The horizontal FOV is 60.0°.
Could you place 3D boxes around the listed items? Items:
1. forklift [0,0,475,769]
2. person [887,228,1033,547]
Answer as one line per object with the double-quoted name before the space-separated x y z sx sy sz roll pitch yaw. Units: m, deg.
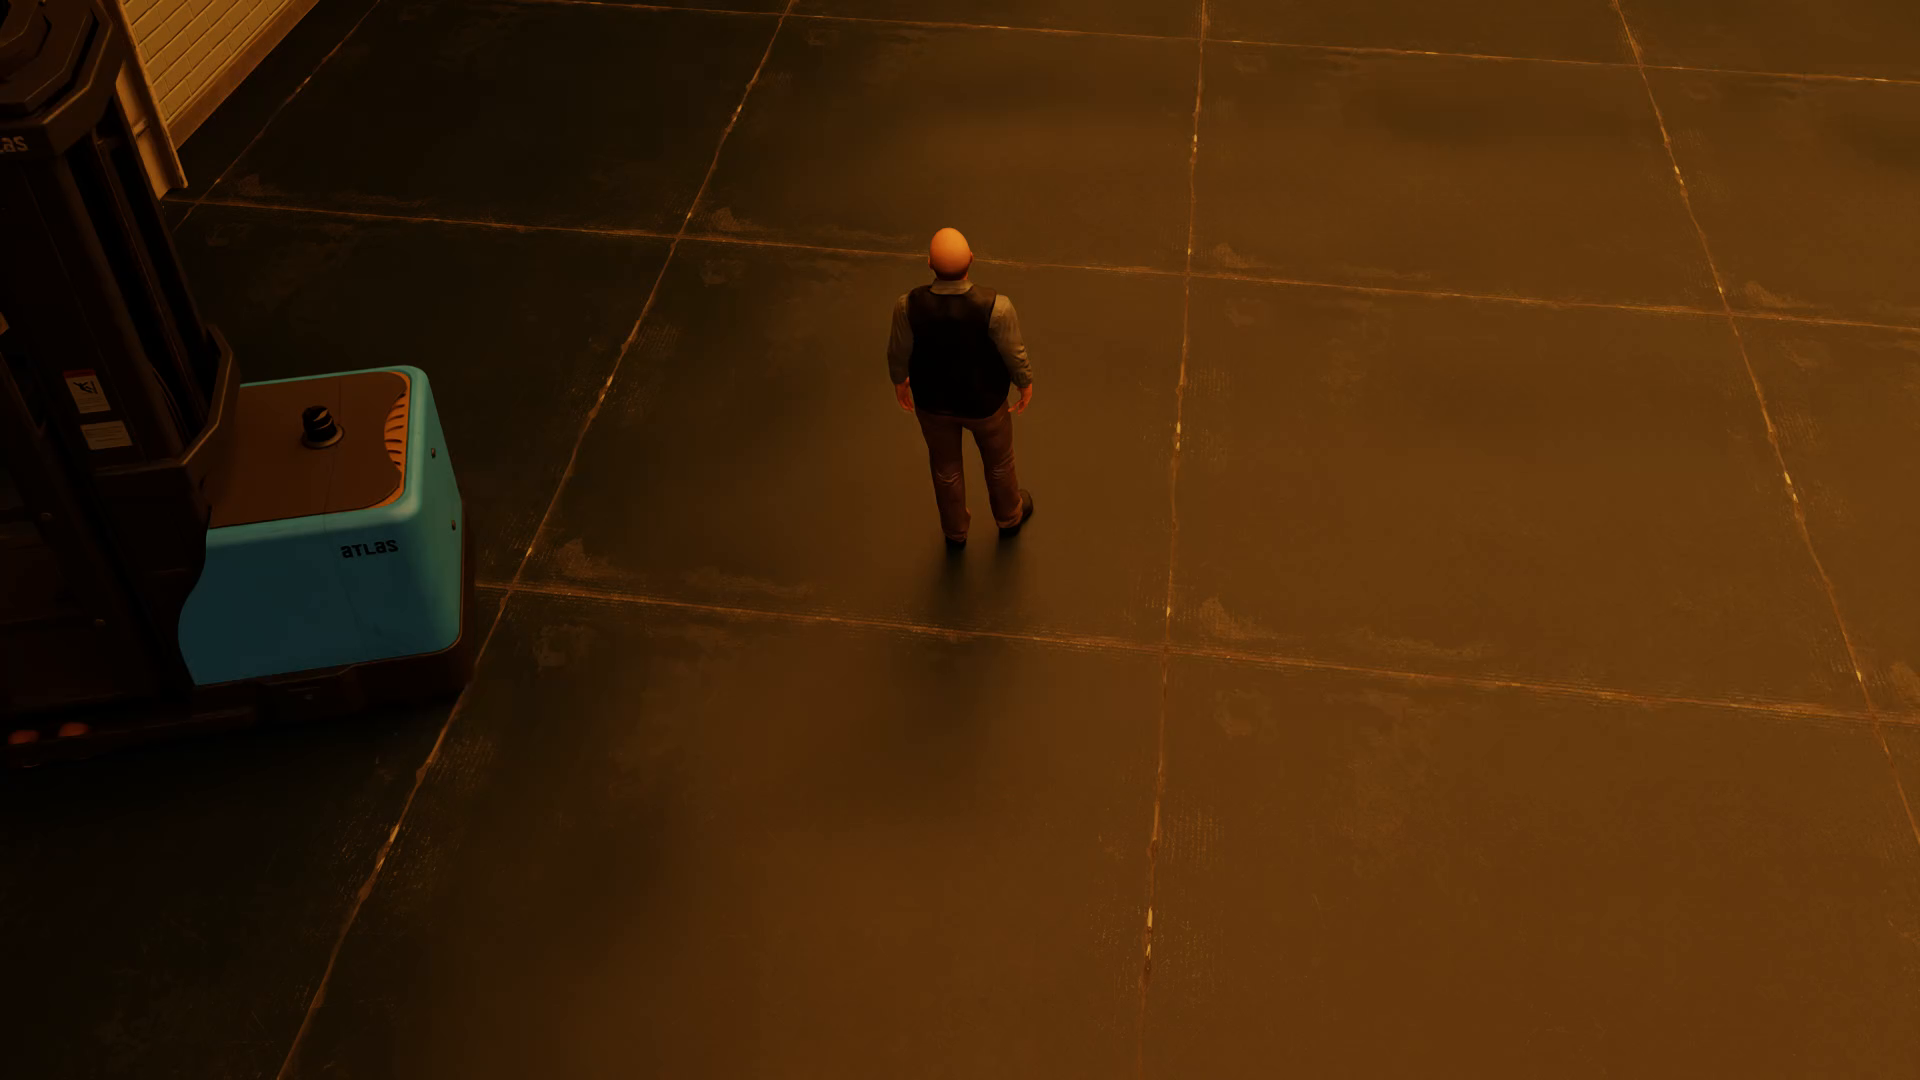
"forklift" -3.666 -0.532 6.303 3.031 2.935 1.130 -8 43 -9
"person" 0.016 -0.681 7.349 0.633 1.722 0.566 5 43 6
